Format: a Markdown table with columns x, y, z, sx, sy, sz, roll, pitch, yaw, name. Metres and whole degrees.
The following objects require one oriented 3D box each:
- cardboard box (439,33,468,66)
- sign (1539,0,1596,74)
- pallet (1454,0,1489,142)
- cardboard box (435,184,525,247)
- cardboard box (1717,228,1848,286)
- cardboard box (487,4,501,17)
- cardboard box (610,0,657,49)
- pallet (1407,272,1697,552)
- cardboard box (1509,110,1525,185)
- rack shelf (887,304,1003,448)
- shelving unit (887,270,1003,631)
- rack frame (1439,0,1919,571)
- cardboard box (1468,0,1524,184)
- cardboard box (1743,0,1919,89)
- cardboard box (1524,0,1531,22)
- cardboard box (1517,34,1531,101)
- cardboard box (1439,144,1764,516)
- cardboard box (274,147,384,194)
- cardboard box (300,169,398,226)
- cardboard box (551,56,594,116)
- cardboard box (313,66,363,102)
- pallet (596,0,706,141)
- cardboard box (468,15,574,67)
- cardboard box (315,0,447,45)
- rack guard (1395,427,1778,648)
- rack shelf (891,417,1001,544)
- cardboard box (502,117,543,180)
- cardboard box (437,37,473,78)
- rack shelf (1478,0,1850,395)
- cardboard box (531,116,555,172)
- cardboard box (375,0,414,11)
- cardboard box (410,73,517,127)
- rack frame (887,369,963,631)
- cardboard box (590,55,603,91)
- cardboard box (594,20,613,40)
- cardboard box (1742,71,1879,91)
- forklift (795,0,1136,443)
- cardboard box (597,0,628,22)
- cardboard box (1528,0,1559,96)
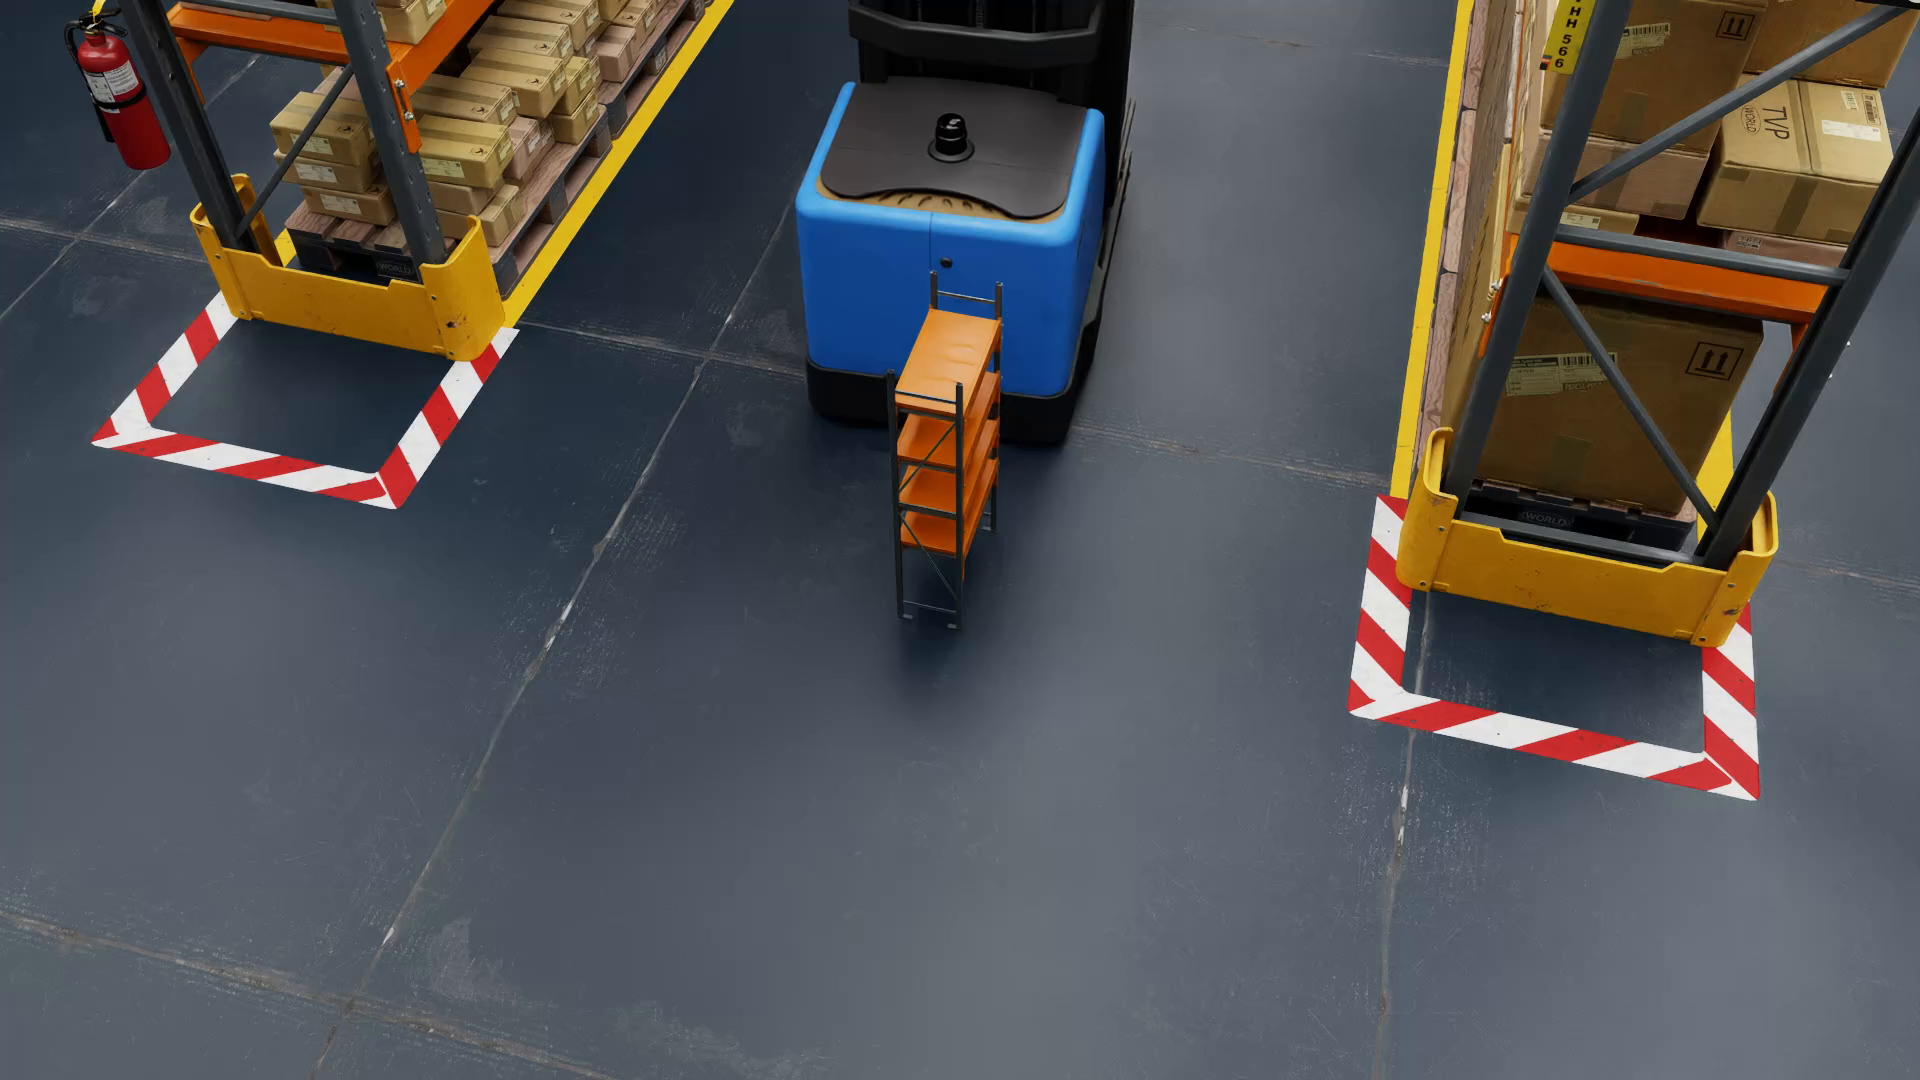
| x | y | z | sx | sy | sz | roll | pitch | yaw | name |
| --- | --- | --- | --- | --- | --- | --- | --- | --- | --- |
| -2.459 | -2.288 | 7.494 | 0.380 | 0.149 | 0.250 | 10 | 49 | 9 | cardboard box |
| 1.689 | -1.432 | 4.583 | 0.100 | 0.325 | 0.005 | 12 | 50 | 10 | sign |
| 2.986 | -2.290 | 8.130 | 1.003 | 0.211 | 1.213 | 12 | 50 | 10 | pallet |
| -2.103 | -1.417 | 7.121 | 0.380 | 0.149 | 0.250 | 12 | 50 | 11 | cardboard box |
| 2.620 | -0.962 | 5.266 | 0.380 | 0.149 | 0.250 | 12 | 50 | 10 | cardboard box |
| -2.342 | -2.573 | 7.943 | 0.380 | 0.149 | 0.250 | 14 | 50 | 12 | cardboard box |
| -1.709 | -2.538 | 8.111 | 0.380 | 0.149 | 0.250 | 12 | 50 | 10 | cardboard box |
| 2.344 | -0.525 | 6.572 | 1.003 | 0.211 | 1.213 | 12 | 50 | 10 | pallet |
| 2.051 | -1.281 | 5.548 | 0.380 | 0.149 | 0.250 | 12 | 50 | 10 | cardboard box |
| -0.044 | -0.537 | 5.400 | 0.258 | 0.148 | 0.480 | 12 | 50 | 10 | rack shelf |
| -0.044 | -0.277 | 5.694 | 0.258 | 1.200 | 0.503 | 12 | 50 | 10 | shelving unit |
| 2.209 | -0.854 | 5.003 | 1.000 | 3.000 | 0.127 | 12 | 50 | 10 | rack frame |
| 2.774 | -2.070 | 7.213 | 0.875 | 0.875 | 0.875 | 12 | 50 | 10 | cardboard box |
| 2.727 | -1.806 | 5.245 | 0.500 | 0.500 | 0.500 | 10 | 49 | 9 | cardboard box |
| 2.320 | -2.020 | 6.199 | 0.380 | 0.149 | 0.250 | 12 | 50 | 10 | cardboard box |
| 2.186 | -1.644 | 5.868 | 0.380 | 0.149 | 0.250 | 12 | 50 | 11 | cardboard box |
| 2.300 | -0.768 | 6.064 | 0.875 | 0.875 | 0.875 | 12 | 50 | 10 | cardboard box |
| -2.686 | -1.638 | 7.118 | 0.380 | 0.149 | 0.250 | 10 | 49 | 9 | cardboard box |
| -2.613 | -1.523 | 7.215 | 0.380 | 0.149 | 0.250 | 12 | 50 | 11 | cardboard box |
| -1.886 | -2.073 | 7.502 | 0.380 | 0.149 | 0.250 | 13 | 50 | 11 | cardboard box |
| -2.533 | -1.901 | 7.152 | 0.380 | 0.149 | 0.250 | 12 | 50 | 11 | cardboard box |
| -1.959 | -2.498 | 8.314 | 1.003 | 0.211 | 1.213 | 12 | 50 | 10 | pallet |
| -1.952 | -2.186 | 7.403 | 0.380 | 0.149 | 0.250 | 9 | 49 | 8 | cardboard box |
| -2.148 | -1.992 | 6.175 | 0.380 | 0.149 | 0.250 | 11 | 50 | 10 | cardboard box |
| 2.202 | -0.009 | 5.925 | 1.175 | 0.500 | 0.348 | 12 | 50 | 10 | rack guard |
| -0.044 | -0.233 | 5.745 | 0.258 | 0.148 | 0.480 | 12 | 50 | 10 | rack shelf |
| -2.038 | -1.715 | 7.186 | 0.380 | 0.149 | 0.250 | 11 | 50 | 10 | cardboard box |
| -2.381 | -2.188 | 7.603 | 0.380 | 0.149 | 0.250 | 11 | 49 | 10 | cardboard box |
| 2.735 | -2.062 | 6.549 | 1.077 | 0.370 | 4.000 | 12 | 50 | 10 | rack shelf |
| -2.054 | -1.803 | 7.462 | 0.380 | 0.149 | 0.250 | 12 | 50 | 10 | cardboard box |
| -2.165 | -2.307 | 6.020 | 0.500 | 0.500 | 0.500 | 14 | 50 | 12 | cardboard box |
| -2.128 | -1.833 | 7.092 | 0.380 | 0.149 | 0.250 | 12 | 50 | 11 | cardboard box |
| -0.108 | -0.101 | 5.539 | 0.240 | 1.200 | 0.015 | 12 | 50 | 10 | rack frame |
| -1.906 | -2.170 | 7.786 | 0.380 | 0.149 | 0.250 | 12 | 50 | 10 | cardboard box |
| -1.877 | -2.488 | 7.869 | 0.380 | 0.149 | 0.250 | 14 | 50 | 12 | cardboard box |
| 2.726 | -1.574 | 5.540 | 0.500 | 0.250 | 0.500 | 11 | 49 | 10 | cardboard box |
| 0.178 | -2.475 | 6.479 | 1.130 | 2.935 | 3.031 | 8 | 49 | 7 | forklift |
| -1.757 | -2.566 | 7.738 | 0.380 | 0.149 | 0.250 | 12 | 50 | 11 | cardboard box |
| 2.214 | -1.672 | 5.627 | 0.500 | 0.250 | 0.500 | 11 | 49 | 9 | cardboard box |
